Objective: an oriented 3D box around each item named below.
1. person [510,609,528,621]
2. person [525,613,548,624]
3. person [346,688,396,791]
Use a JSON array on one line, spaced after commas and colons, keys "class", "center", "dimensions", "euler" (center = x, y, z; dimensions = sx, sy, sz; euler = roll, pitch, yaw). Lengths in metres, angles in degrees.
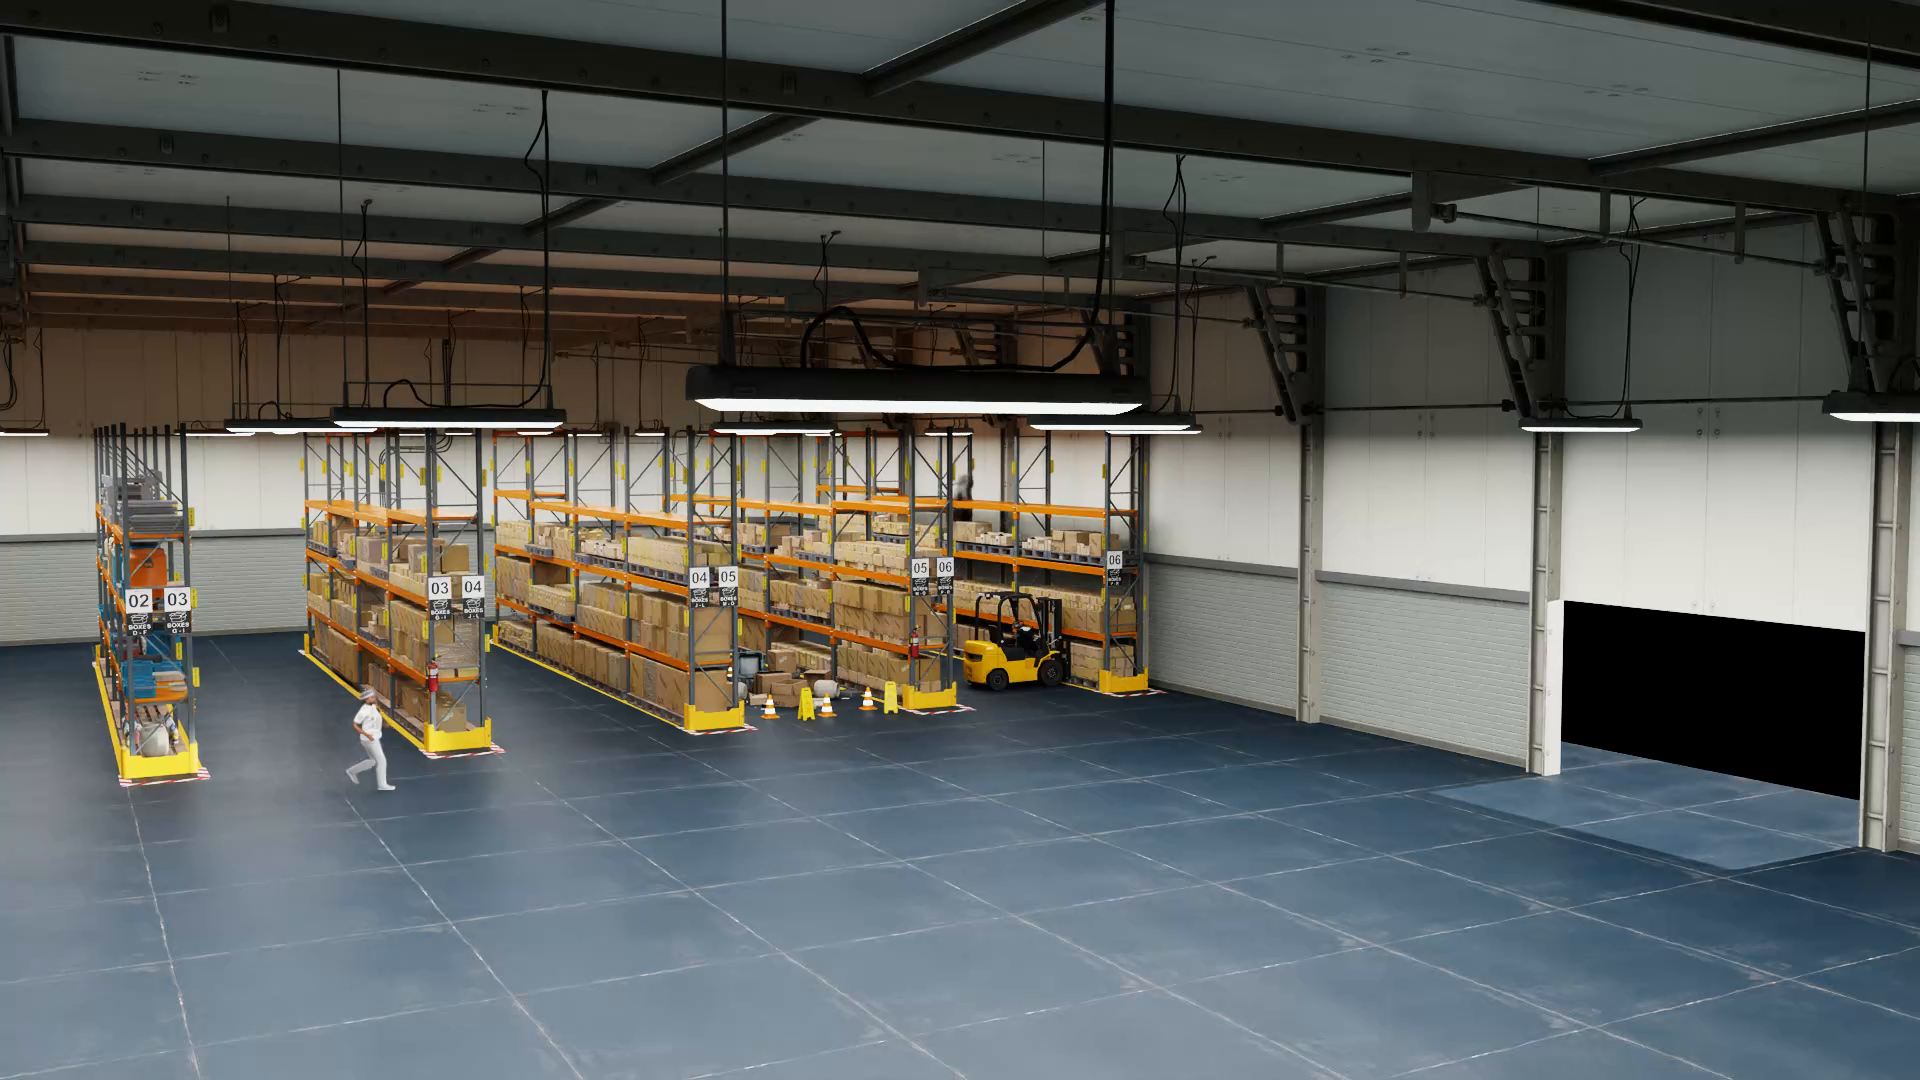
[{"class": "person", "center": [-12.873, 1.876, 48.378], "dimensions": [1.012, 1.733, 0.701], "euler": [0, 3, 3]}, {"class": "person", "center": [-12.553, 1.905, 48.599], "dimensions": [1.059, 1.722, 0.723], "euler": [-2, 4, -24]}, {"class": "person", "center": [-9.617, 3.246, 27.059], "dimensions": [0.834, 1.663, 0.588], "euler": [0, 3, -1]}]
